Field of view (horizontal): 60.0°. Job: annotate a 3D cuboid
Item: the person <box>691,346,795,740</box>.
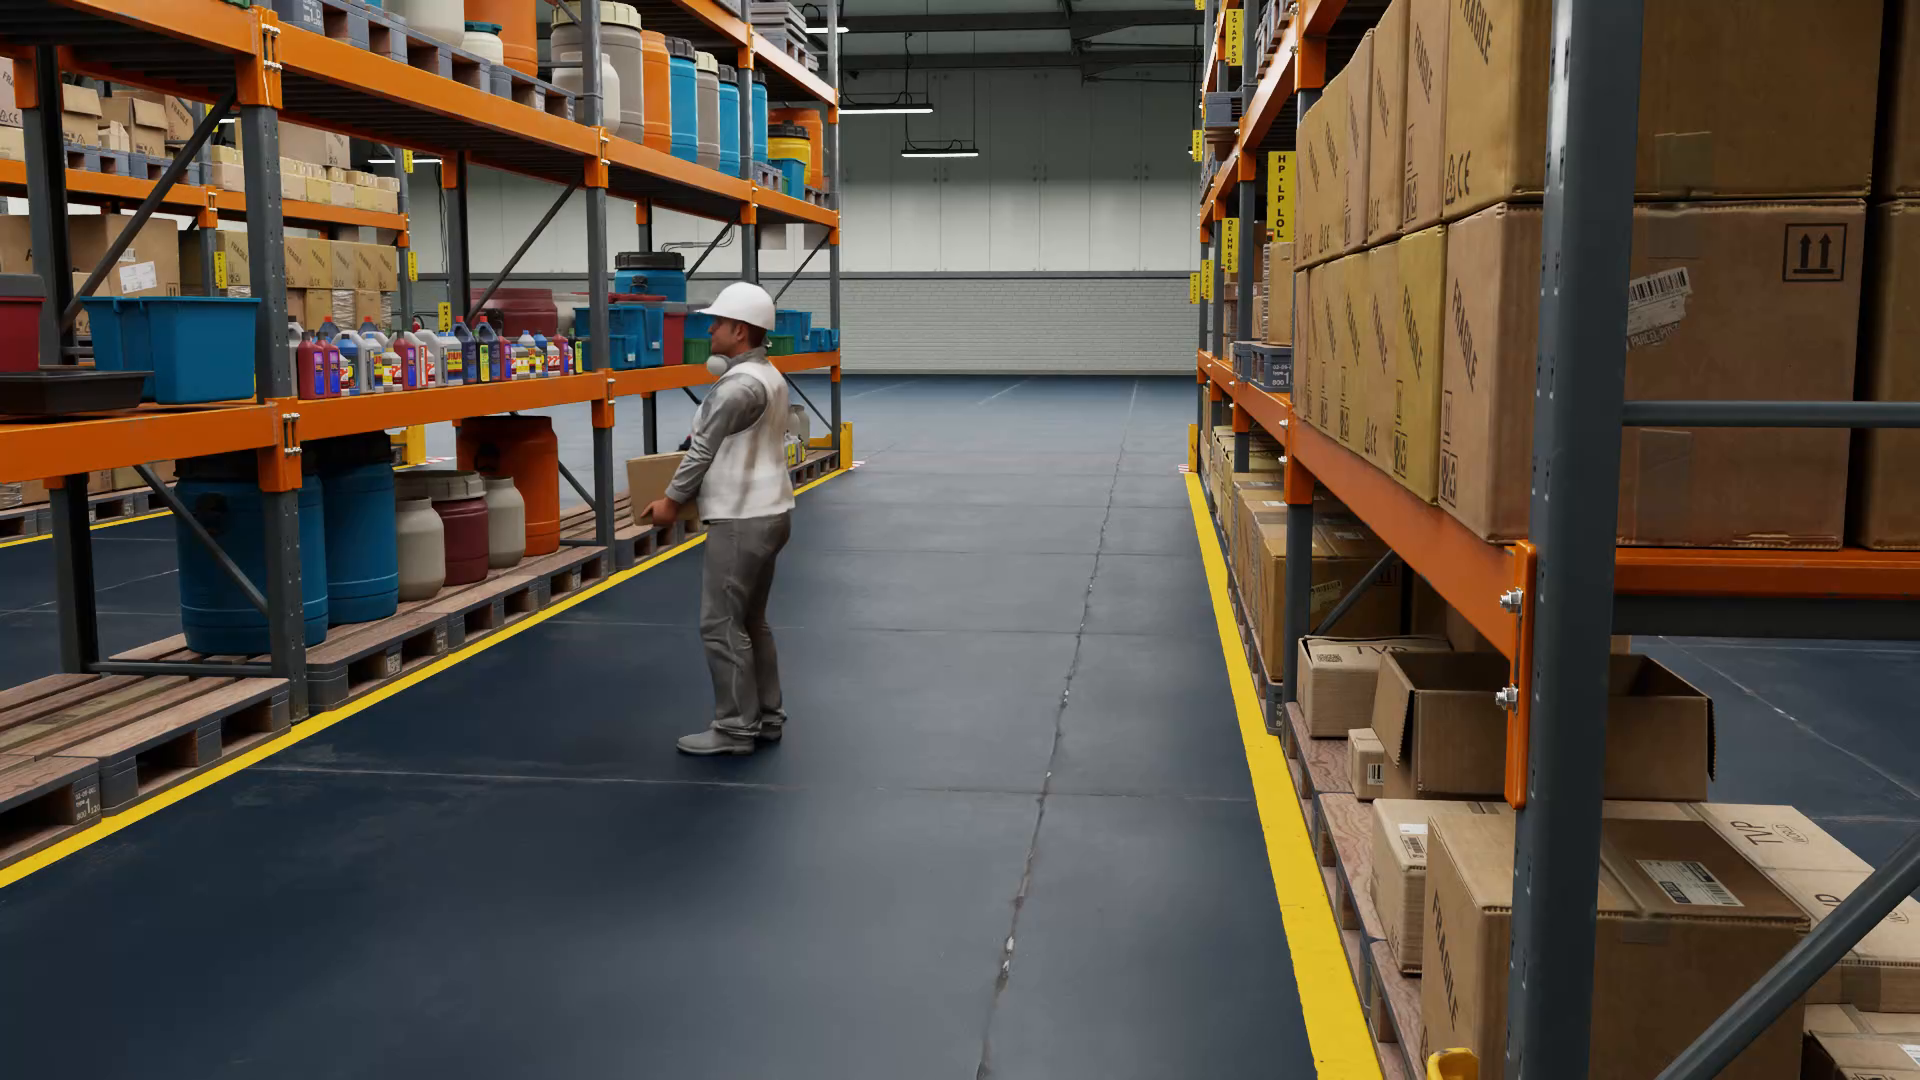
[{"bbox_3d":[-0.819,0.005,6.330,0.363,1.481,0.447,1,8,6],"label":"person"}]
